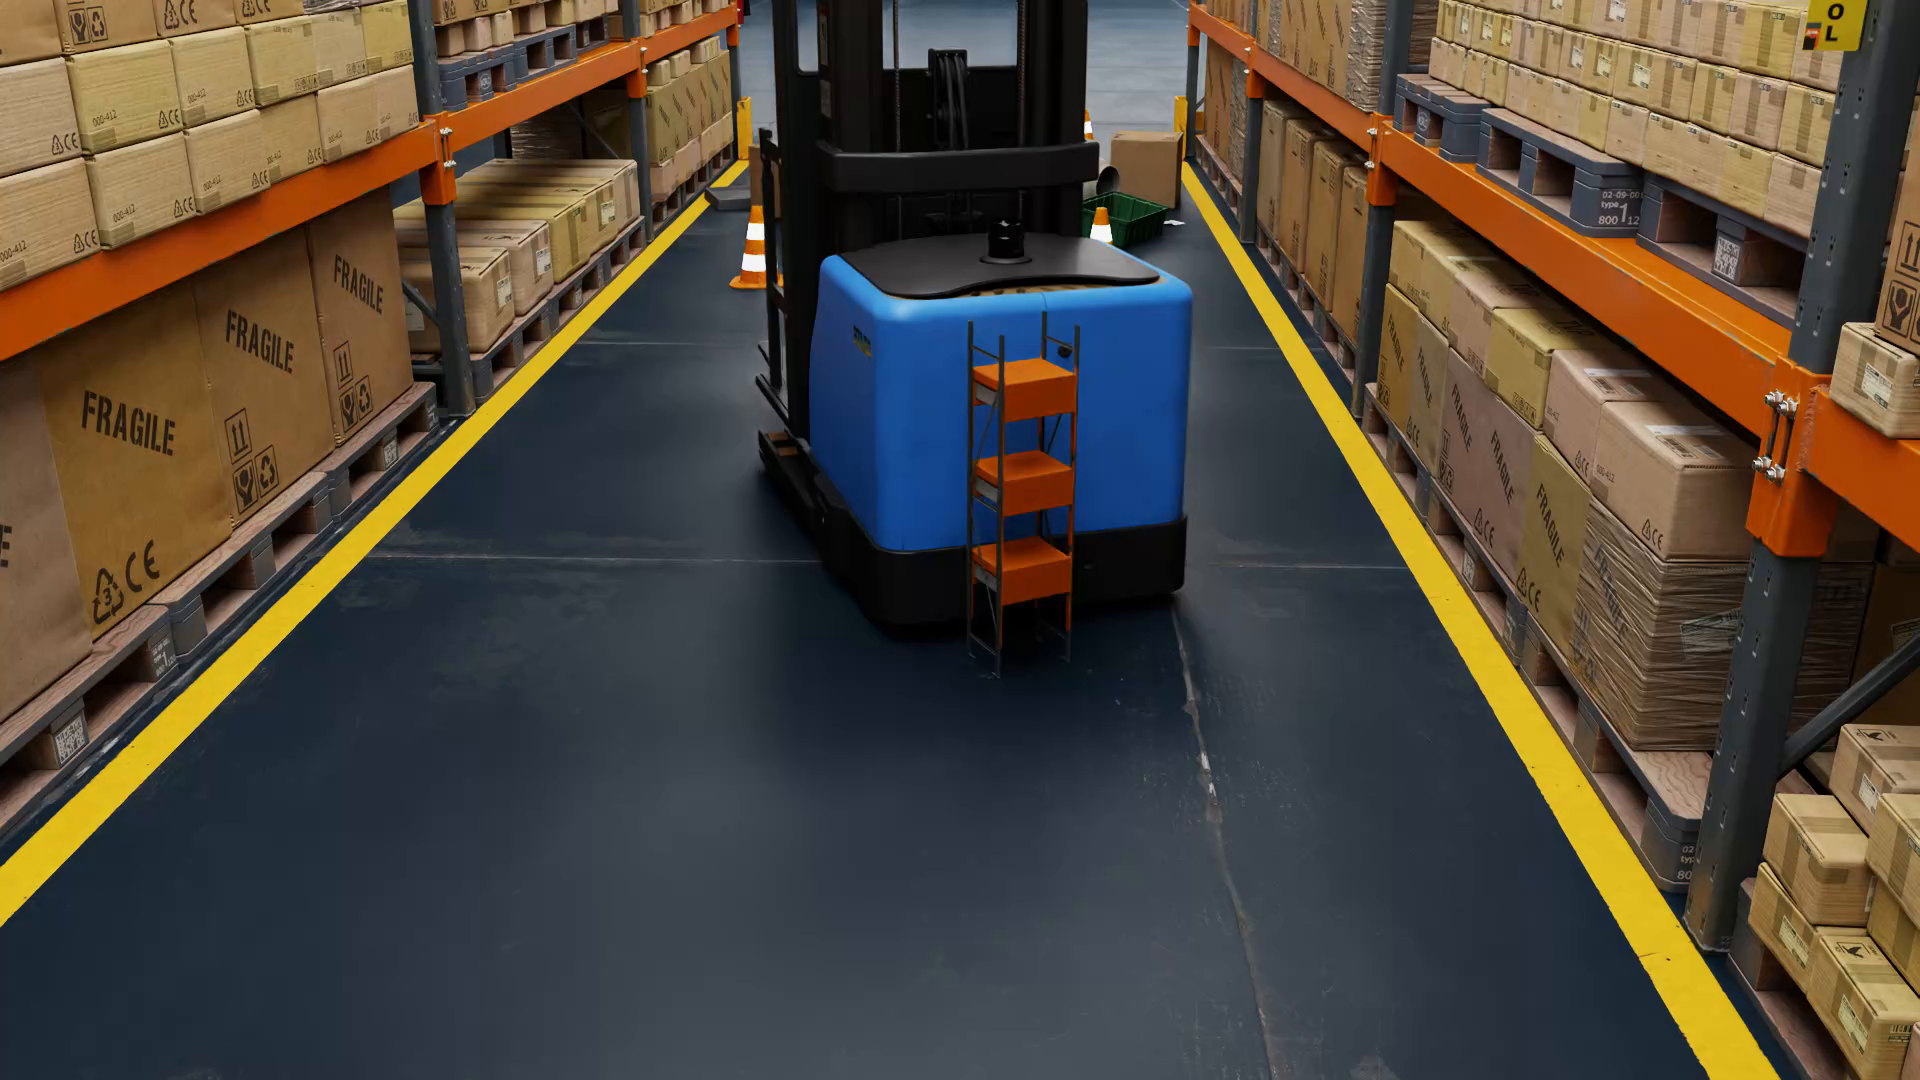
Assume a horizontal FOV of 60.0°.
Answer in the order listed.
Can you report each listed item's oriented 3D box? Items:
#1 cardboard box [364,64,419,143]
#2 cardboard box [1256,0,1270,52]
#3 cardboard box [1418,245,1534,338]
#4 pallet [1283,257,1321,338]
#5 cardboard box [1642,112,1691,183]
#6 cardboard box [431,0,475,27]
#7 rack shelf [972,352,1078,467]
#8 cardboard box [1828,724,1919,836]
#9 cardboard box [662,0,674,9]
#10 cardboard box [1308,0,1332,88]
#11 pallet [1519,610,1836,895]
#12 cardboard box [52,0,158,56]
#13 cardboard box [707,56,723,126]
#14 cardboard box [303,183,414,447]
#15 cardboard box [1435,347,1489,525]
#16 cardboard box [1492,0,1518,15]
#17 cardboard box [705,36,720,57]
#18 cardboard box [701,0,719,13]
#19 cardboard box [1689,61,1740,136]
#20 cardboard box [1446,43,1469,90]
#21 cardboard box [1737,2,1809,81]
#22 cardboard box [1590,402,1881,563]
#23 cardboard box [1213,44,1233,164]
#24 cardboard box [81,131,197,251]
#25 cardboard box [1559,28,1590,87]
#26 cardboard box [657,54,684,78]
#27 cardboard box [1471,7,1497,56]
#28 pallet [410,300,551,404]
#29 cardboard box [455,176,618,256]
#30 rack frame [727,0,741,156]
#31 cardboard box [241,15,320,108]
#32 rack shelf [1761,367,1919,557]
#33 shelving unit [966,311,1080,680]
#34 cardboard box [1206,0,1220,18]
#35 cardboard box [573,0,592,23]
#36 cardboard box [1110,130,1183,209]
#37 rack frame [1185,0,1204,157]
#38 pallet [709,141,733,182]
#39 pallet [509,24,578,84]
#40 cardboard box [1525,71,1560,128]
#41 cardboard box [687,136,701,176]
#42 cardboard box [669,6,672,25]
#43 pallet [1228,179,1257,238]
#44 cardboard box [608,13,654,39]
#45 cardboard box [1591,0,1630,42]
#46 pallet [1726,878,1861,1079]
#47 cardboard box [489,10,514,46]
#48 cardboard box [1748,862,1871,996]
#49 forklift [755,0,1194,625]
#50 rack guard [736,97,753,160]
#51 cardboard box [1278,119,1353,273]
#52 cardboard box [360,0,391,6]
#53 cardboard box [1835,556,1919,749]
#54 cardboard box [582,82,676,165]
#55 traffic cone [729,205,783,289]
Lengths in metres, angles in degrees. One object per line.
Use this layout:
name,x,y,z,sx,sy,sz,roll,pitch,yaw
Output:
cardboard box,-2.446,-1.707,6.490,0.500,0.250,0.500,0,21,0
cardboard box,2.097,-3.251,10.122,0.500,0.500,0.500,1,21,2
cardboard box,1.982,-0.895,6.028,0.500,0.250,0.500,0,21,1
pallet,2.399,-1.369,9.266,1.003,0.211,1.213,1,21,2
cardboard box,1.978,-0.998,4.221,0.380,0.149,0.250,0,21,-1
cardboard box,-2.445,-2.504,7.206,0.500,0.500,0.500,0,21,0
rack shelf,0.180,-0.380,4.800,0.240,0.259,0.215,-11,24,-26
cardboard box,1.921,0.479,3.185,0.380,0.149,0.250,1,21,4
cardboard box,-2.285,-3.932,11.468,0.500,0.500,0.500,1,21,1
cardboard box,2.037,-2.519,8.235,0.500,0.500,0.500,0,21,1
pallet,2.161,0.520,4.398,1.003,0.211,1.213,1,21,2
cardboard box,-2.506,-1.551,4.359,0.500,0.500,0.500,0,21,0
cardboard box,-2.223,-3.638,13.442,0.500,0.500,0.500,1,21,4
cardboard box,-2.795,-0.919,6.609,0.875,0.875,0.875,0,21,1
cardboard box,1.961,-0.355,5.673,0.500,0.500,0.500,0,21,0
cardboard box,2.027,-1.855,5.606,0.380,0.149,0.250,0,21,-1
cardboard box,-2.155,-3.996,13.467,0.380,0.149,0.250,1,21,3
cardboard box,-2.148,-4.322,13.369,0.380,0.149,0.250,1,21,3
cardboard box,1.971,-1.047,3.937,0.380,0.149,0.250,2,21,4
cardboard box,2.037,-1.767,6.204,0.380,0.149,0.250,2,21,4
cardboard box,1.963,-1.099,3.660,0.380,0.149,0.250,0,21,0
cardboard box,1.909,-0.151,4.110,0.500,0.250,0.500,0,21,0
cardboard box,2.524,-3.479,13.205,0.875,0.875,0.875,0,21,1
cardboard box,-2.489,-0.975,4.603,0.500,0.250,0.500,0,21,1
cardboard box,2.003,-1.427,4.915,0.380,0.149,0.250,1,21,4
cardboard box,-2.203,-3.416,11.973,0.380,0.149,0.250,1,21,4
cardboard box,2.034,-1.795,5.865,0.380,0.149,0.250,0,21,0
pallet,-2.665,-0.946,8.174,1.003,0.211,1.213,1,21,2
cardboard box,-2.601,-1.930,9.909,0.950,0.372,0.625,2,21,5
rack frame,-2.447,-4.856,14.396,1.000,3.000,0.127,1,21,2
cardboard box,-2.458,-1.578,5.464,0.500,0.250,0.500,0,21,0
rack shelf,2.078,0.560,1.434,1.077,0.370,4.000,1,21,2
shelving unit,0.179,-0.126,4.900,0.252,1.050,0.215,-11,24,-26
cardboard box,2.400,-4.373,12.945,0.875,0.550,0.550,1,21,2
cardboard box,-2.310,-3.018,9.427,0.380,0.149,0.250,1,21,2
cardboard box,1.403,-2.800,12.550,0.500,0.500,0.500,4,22,11
rack frame,2.504,-4.838,14.350,1.000,3.000,0.127,1,21,2
pallet,-2.510,-3.235,14.074,1.003,0.211,1.213,1,21,2
pallet,-2.671,-2.590,8.822,1.003,0.211,1.213,1,21,2
cardboard box,2.007,-1.385,5.218,0.380,0.149,0.250,1,21,2
cardboard box,-2.263,-2.919,12.625,0.500,0.250,0.500,0,21,1
cardboard box,-2.286,-3.777,11.963,0.380,0.149,0.250,1,21,1
pallet,2.483,-2.365,11.834,1.003,0.211,1.213,1,21,2
cardboard box,-2.239,-3.403,10.999,0.380,0.149,0.250,1,21,1
cardboard box,1.996,-1.473,4.624,0.380,0.149,0.250,0,21,-1
pallet,2.154,1.044,3.046,1.003,0.211,1.213,1,21,2
cardboard box,-2.369,-2.457,7.981,0.380,0.149,0.250,1,21,2
cardboard box,1.806,0.763,3.278,0.380,0.149,0.250,0,21,-1
forklift,-0.181,-1.605,6.115,1.130,2.935,3.031,-6,22,-16
rack guard,-2.449,-3.663,14.778,1.175,0.500,0.348,1,21,2
cardboard box,2.420,-1.964,9.474,1.050,0.750,0.750,1,21,2
cardboard box,-2.445,-2.286,6.253,0.500,0.500,0.500,0,21,0
cardboard box,2.426,0.206,4.225,0.500,0.500,0.500,1,21,4
cardboard box,-2.281,-2.883,11.497,0.500,0.500,0.500,2,21,4
traffic cone,-1.207,-1.763,9.933,0.336,0.463,0.334,1,21,2
